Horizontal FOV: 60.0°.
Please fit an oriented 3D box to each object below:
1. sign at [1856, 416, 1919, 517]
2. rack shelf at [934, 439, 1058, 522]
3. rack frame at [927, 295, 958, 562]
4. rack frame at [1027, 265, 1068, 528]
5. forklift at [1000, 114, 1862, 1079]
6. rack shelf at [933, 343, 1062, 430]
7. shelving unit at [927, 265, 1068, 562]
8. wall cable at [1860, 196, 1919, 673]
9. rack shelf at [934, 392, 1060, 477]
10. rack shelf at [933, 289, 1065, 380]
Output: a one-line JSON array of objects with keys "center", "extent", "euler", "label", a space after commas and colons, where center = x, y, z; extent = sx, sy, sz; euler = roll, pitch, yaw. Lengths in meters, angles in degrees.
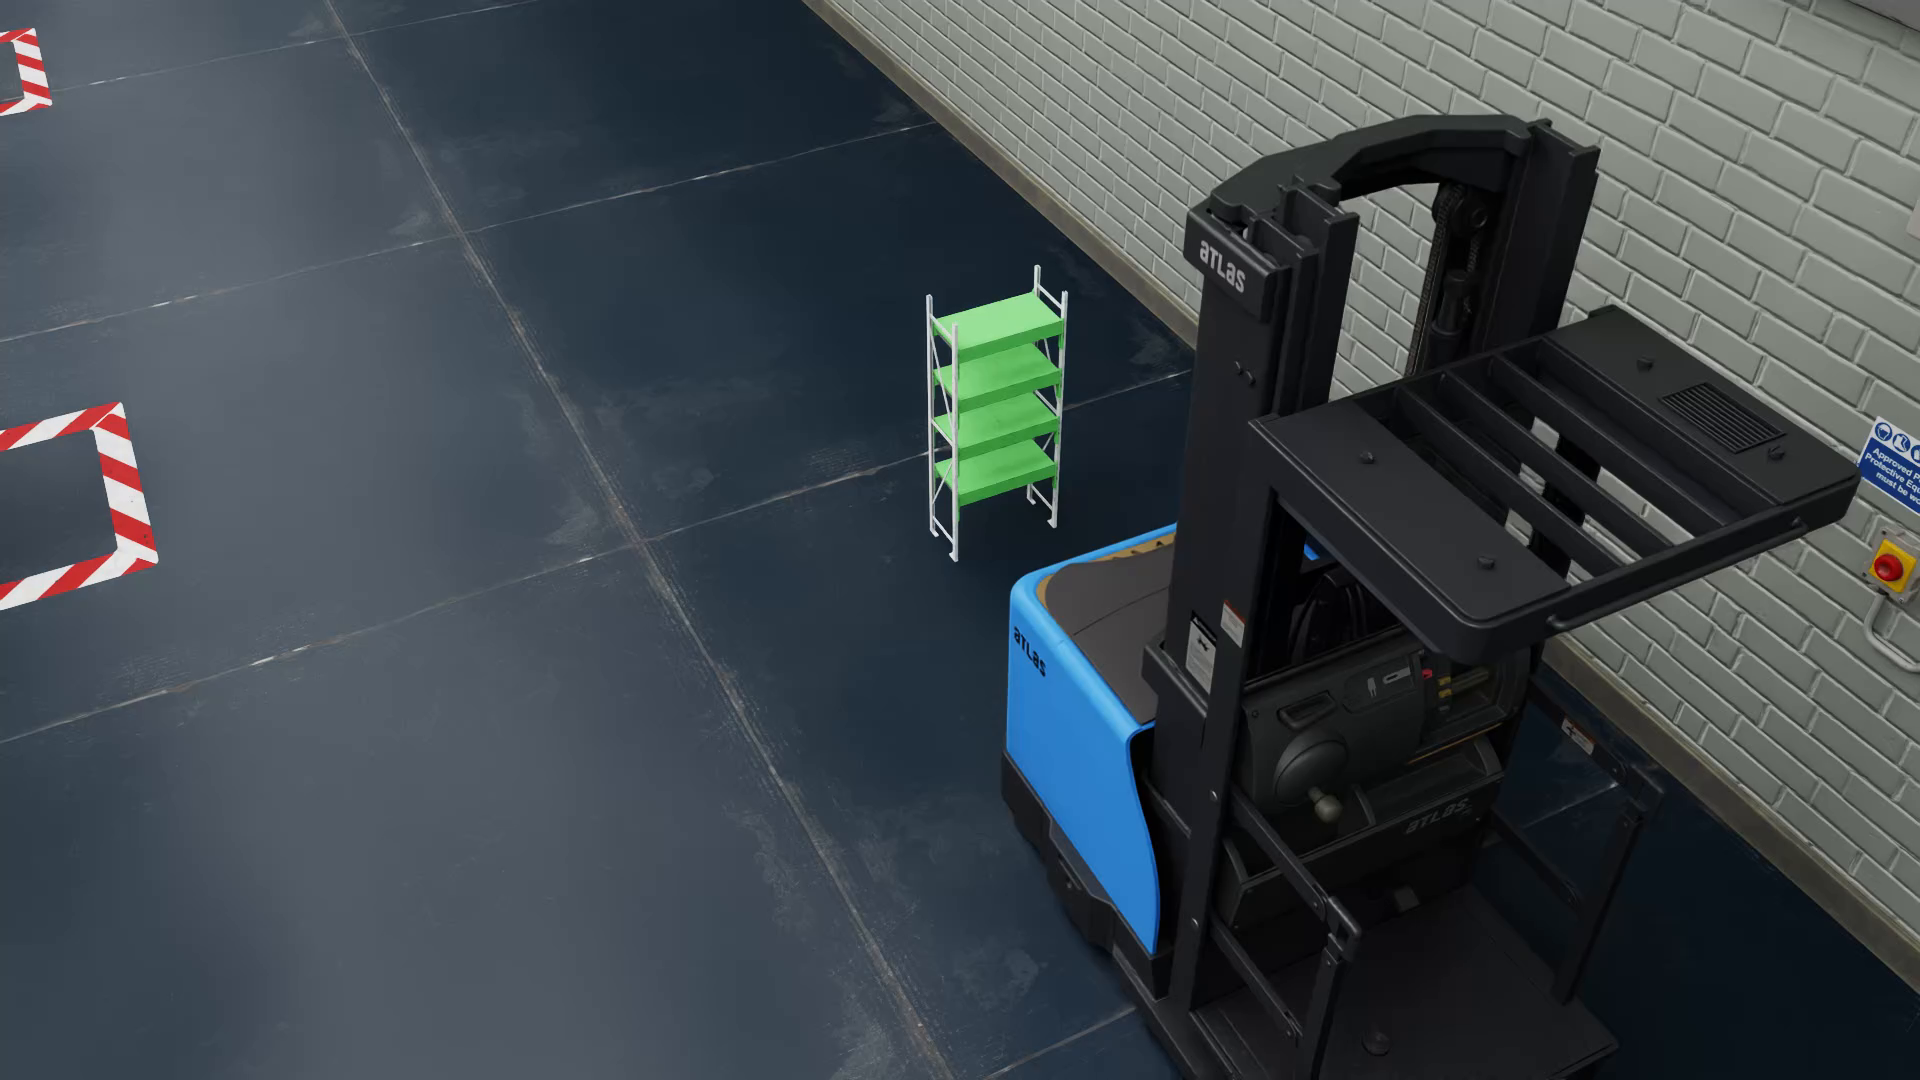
[{"center": [2.832, -0.198, 4.953], "extent": [0.001, 0.218, 0.327], "euler": [-19, 44, -21], "label": "sign"}, {"center": [0.147, -0.275, 7.117], "extent": [0.480, 0.148, 0.258], "euler": [-19, 44, -21], "label": "rack shelf"}, {"center": [-0.070, -0.435, 6.835], "extent": [0.015, 1.200, 0.240], "euler": [-19, 44, -21], "label": "rack frame"}, {"center": [0.363, -0.580, 7.007], "extent": [0.015, 1.200, 0.240], "euler": [-19, 44, -21], "label": "rack frame"}, {"center": [1.263, 0.537, 4.347], "extent": [1.130, 2.935, 3.031], "euler": [-18, 43, -20], "label": "forklift"}, {"center": [0.147, -0.642, 6.807], "extent": [0.480, 0.148, 0.258], "euler": [-19, 44, -21], "label": "rack shelf"}, {"center": [0.147, -0.507, 6.921], "extent": [0.503, 1.200, 0.258], "euler": [-19, 44, -21], "label": "shelving unit"}, {"center": [2.800, -0.449, 4.648], "extent": [0.123, 1.953, 0.585], "euler": [-19, 44, -21], "label": "wall cable"}, {"center": [0.147, -0.459, 6.962], "extent": [0.480, 0.148, 0.258], "euler": [-19, 44, -21], "label": "rack shelf"}, {"center": [0.147, -0.825, 6.652], "extent": [0.480, 0.148, 0.258], "euler": [-19, 44, -21], "label": "rack shelf"}]
